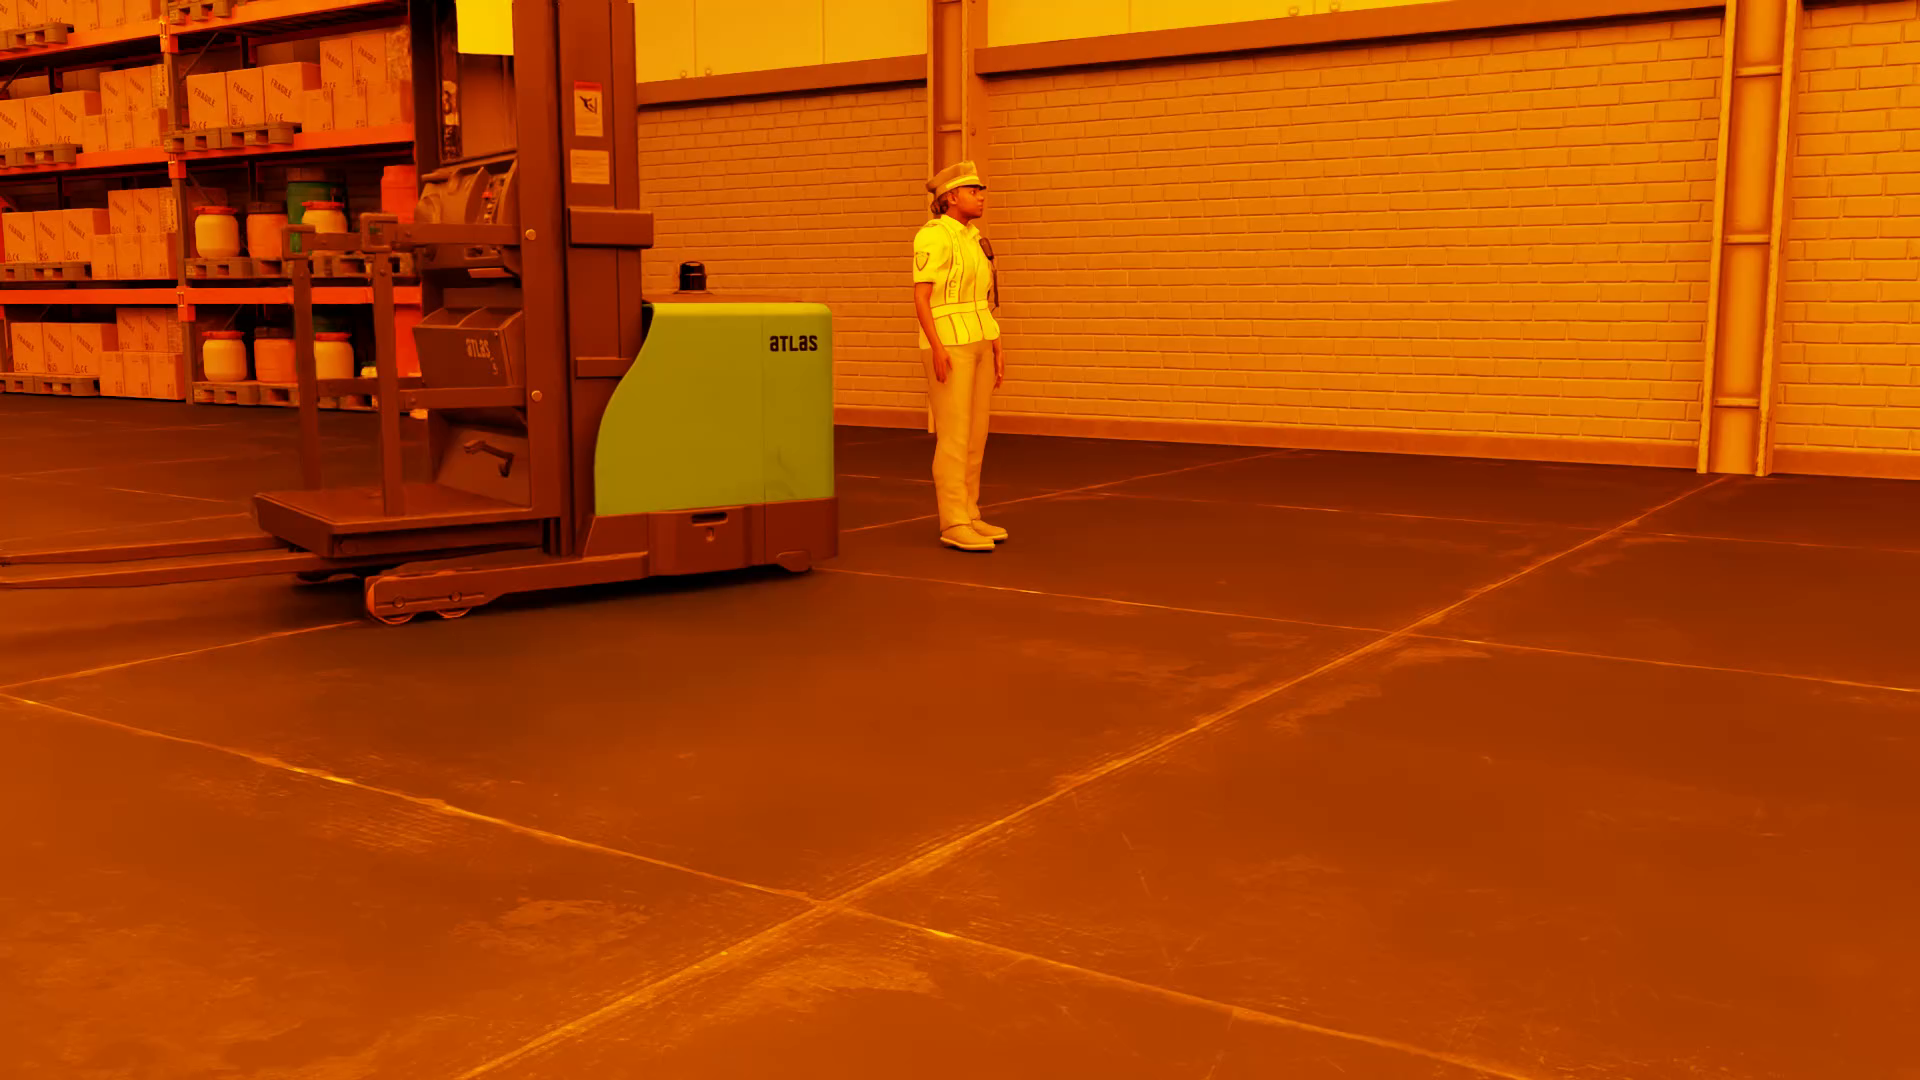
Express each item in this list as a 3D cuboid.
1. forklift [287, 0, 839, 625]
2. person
[{"bbox_3d":[-1.978,-1.250,5.980,3.031,2.935,1.130,-6,10,-35],"label":"forklift"},{"bbox_3d":[-0.001,-0.877,7.466,0.394,1.628,0.510,5,10,34],"label":"person"}]
